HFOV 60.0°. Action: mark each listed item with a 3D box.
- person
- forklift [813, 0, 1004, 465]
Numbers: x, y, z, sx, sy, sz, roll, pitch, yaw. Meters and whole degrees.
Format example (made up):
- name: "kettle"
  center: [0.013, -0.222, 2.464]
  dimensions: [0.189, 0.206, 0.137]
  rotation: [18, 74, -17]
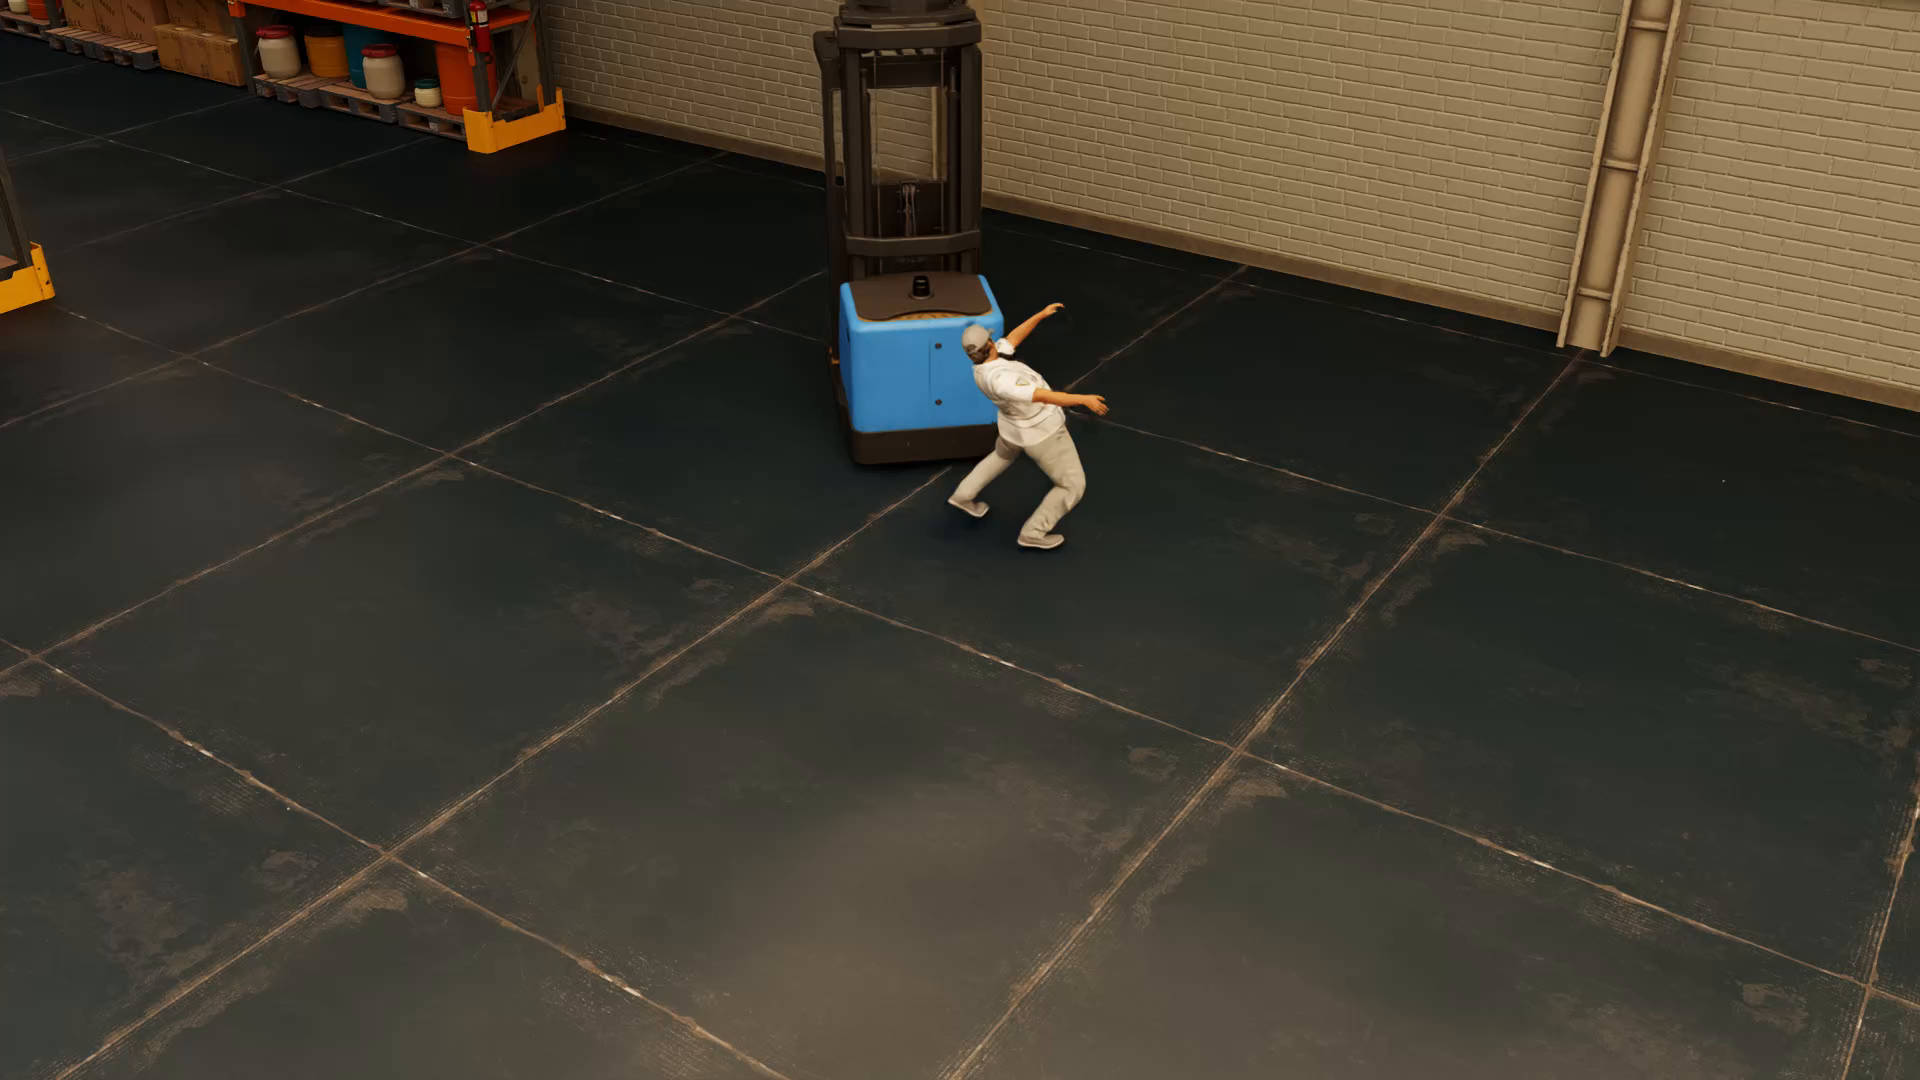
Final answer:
- name: "person"
  center: [0.466, -0.630, 10.113]
  dimensions: [0.681, 1.459, 1.026]
  rotation: [-21, 36, -32]
- name: "forklift"
  center: [-0.430, -2.498, 11.883]
  dimensions: [1.130, 2.935, 3.031]
  rotation: [-4, 30, -8]
